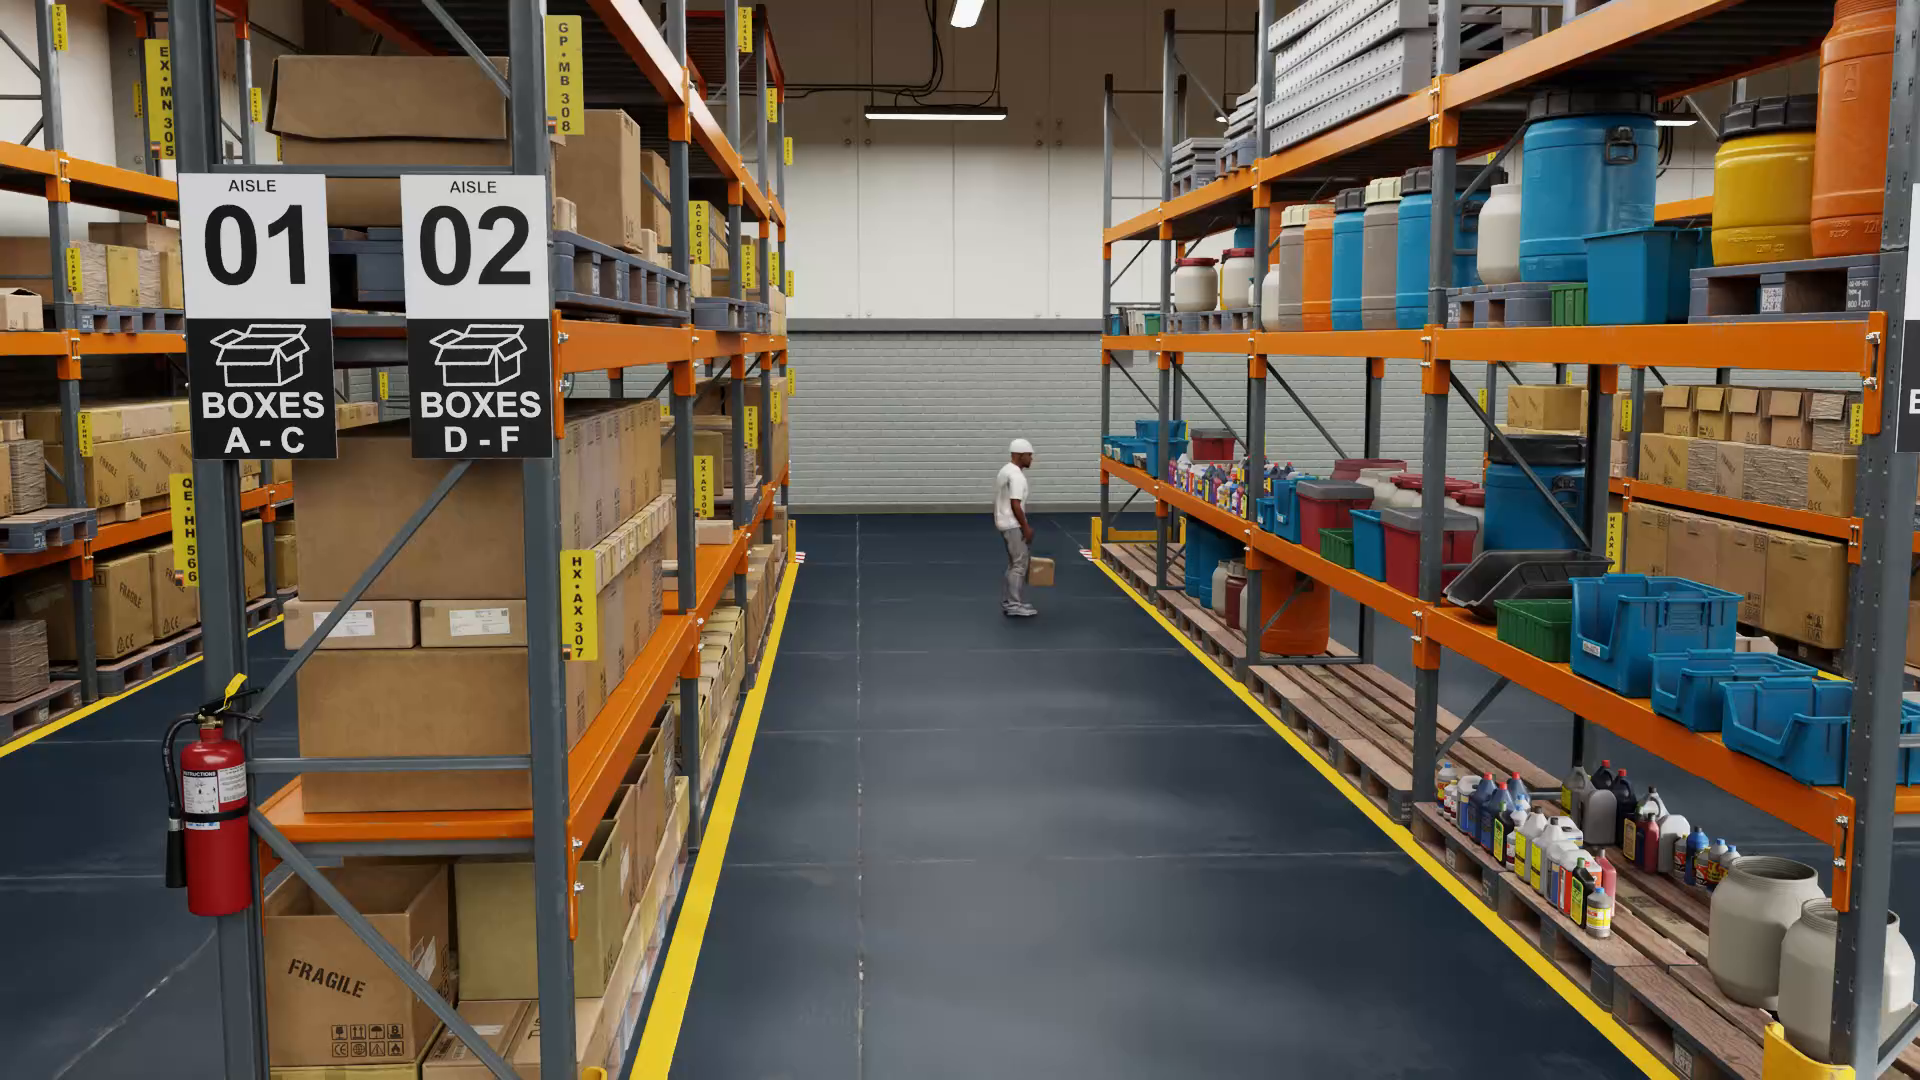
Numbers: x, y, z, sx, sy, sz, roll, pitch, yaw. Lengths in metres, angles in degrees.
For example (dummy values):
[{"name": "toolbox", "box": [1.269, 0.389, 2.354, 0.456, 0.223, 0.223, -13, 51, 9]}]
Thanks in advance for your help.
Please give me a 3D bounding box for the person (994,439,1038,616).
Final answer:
[{"name": "person", "box": [0.563, -0.134, 16.775, 0.435, 1.764, 0.594, -1, 7, -5]}]
